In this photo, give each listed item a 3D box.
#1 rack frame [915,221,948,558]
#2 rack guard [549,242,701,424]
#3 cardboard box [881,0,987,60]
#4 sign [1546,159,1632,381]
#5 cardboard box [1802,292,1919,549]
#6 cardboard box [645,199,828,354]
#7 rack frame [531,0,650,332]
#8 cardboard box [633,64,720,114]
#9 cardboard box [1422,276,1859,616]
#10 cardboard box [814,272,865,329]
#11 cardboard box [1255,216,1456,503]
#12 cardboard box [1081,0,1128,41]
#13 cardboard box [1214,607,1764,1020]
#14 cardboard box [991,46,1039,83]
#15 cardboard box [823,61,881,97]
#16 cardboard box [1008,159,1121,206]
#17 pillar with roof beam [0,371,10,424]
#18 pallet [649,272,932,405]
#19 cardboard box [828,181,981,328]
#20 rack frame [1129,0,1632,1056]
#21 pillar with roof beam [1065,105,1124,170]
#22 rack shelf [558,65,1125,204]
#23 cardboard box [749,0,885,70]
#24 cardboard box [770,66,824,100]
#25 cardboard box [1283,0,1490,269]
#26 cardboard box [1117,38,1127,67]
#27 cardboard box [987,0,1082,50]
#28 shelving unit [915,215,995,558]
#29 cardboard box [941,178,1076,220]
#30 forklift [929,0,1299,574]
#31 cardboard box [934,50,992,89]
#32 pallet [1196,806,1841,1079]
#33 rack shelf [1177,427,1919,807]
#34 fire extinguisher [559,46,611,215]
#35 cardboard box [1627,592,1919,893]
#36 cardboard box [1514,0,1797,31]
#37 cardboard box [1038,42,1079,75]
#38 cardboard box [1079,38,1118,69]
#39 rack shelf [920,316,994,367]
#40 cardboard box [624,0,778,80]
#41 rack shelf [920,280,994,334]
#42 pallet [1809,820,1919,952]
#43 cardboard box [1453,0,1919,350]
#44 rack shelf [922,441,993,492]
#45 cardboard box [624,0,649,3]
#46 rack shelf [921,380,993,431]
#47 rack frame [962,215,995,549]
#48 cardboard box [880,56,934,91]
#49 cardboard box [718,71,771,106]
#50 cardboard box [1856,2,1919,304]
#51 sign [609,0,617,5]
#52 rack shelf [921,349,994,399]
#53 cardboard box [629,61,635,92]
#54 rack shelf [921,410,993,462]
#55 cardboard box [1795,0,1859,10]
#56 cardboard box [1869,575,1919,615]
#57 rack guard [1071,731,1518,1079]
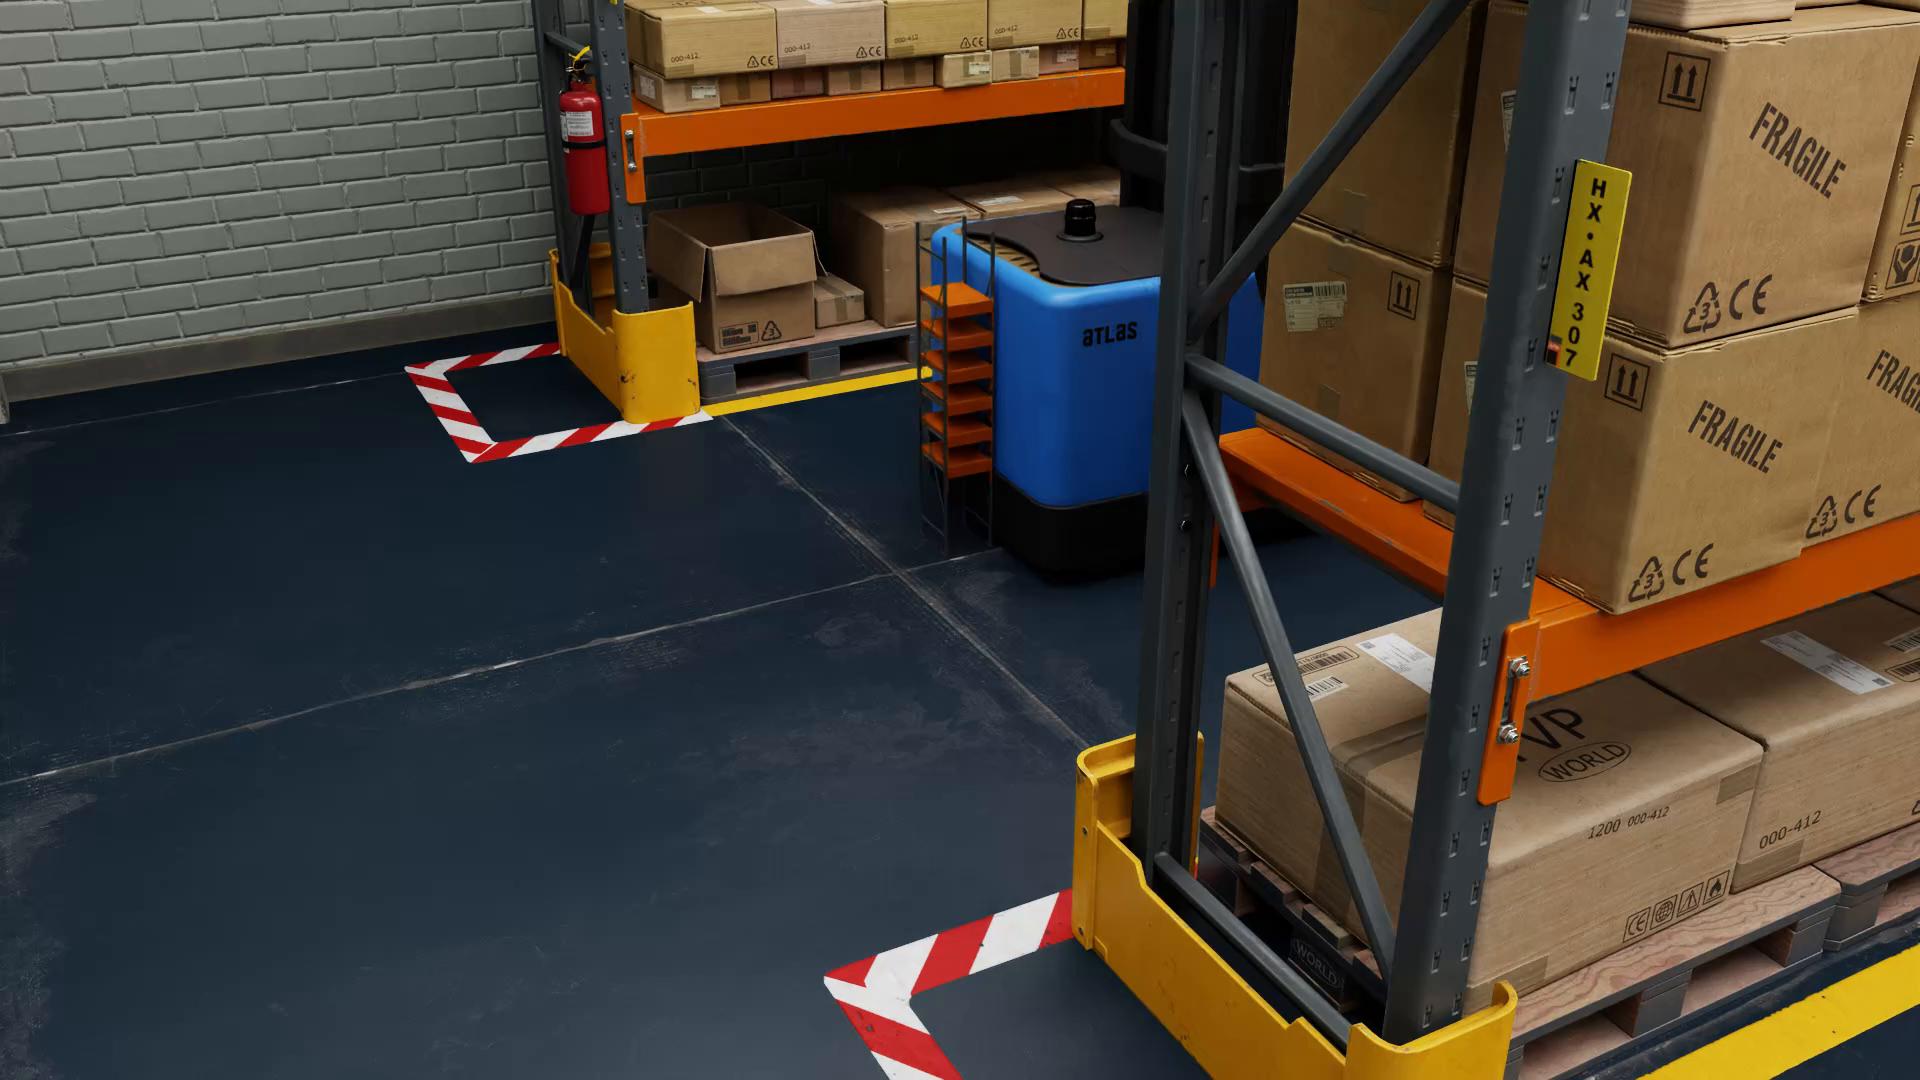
[{"bbox_3d":[-0.100,-0.521,5.949,0.006,1.200,0.240,-12,28,-23],"label":"rack frame"},{"bbox_3d":[-1.567,-0.982,7.717,0.348,0.500,1.175,-13,29,-25],"label":"rack guard"},{"bbox_3d":[-0.216,-2.356,7.522,0.500,0.250,0.500,-14,29,-26],"label":"cardboard box"},{"bbox_3d":[0.961,-0.411,2.549,0.005,0.325,0.100,-13,29,-25],"label":"sign"},{"bbox_3d":[1.697,-0.345,3.388,0.500,0.500,0.500,-13,29,-26],"label":"cardboard box"},{"bbox_3d":[-1.049,-1.246,7.778,0.637,0.503,0.797,-14,29,-27],"label":"cardboard box"},{"bbox_3d":[-1.634,-2.093,7.144,0.127,3.000,1.000,-13,29,-25],"label":"rack frame"},{"bbox_3d":[-1.215,-1.942,7.120,0.250,0.149,0.380,-13,29,-25],"label":"cardboard box"},{"bbox_3d":[1.264,-0.232,3.151,0.500,0.500,0.500,-13,29,-25],"label":"cardboard box"},{"bbox_3d":[-0.656,-1.157,8.004,0.250,0.149,0.380,-14,29,-27],"label":"cardboard box"},{"bbox_3d":[1.006,-0.443,3.591,0.500,0.500,0.500,-13,28,-25],"label":"cardboard box"},{"bbox_3d":[0.680,-2.573,7.974,0.500,0.250,0.500,-13,29,-25],"label":"cardboard box"},{"bbox_3d":[1.241,0.595,4.021,0.875,0.438,0.875,-14,29,-27],"label":"cardboard box"},{"bbox_3d":[0.168,-2.247,7.755,0.250,0.149,0.380,-12,28,-24],"label":"cardboard box"},{"bbox_3d":[-0.545,-2.107,7.462,0.250,0.149,0.380,-12,28,-23],"label":"cardboard box"},{"bbox_3d":[0.639,-1.615,8.550,0.500,0.500,0.700,-14,29,-27],"label":"cardboard box"},{"bbox_3d":[-2.411,-2.949,1.995,0.400,9.000,9.100,-13,29,-25],"label":"pillar with roof beam"},{"bbox_3d":[-0.864,-1.014,8.119,1.213,0.211,1.003,-13,29,-25],"label":"pallet"},{"bbox_3d":[-0.277,-1.403,8.110,0.500,0.500,0.700,-12,28,-23],"label":"cardboard box"},{"bbox_3d":[0.705,-0.198,3.197,0.127,3.000,1.000,-13,29,-25],"label":"rack frame"},{"bbox_3d":[2.883,-4.171,4.540,0.400,9.000,9.100,-13,29,-25],"label":"pillar with roof beam"},{"bbox_3d":[0.131,-2.176,8.148,4.000,0.370,1.077,-13,29,-25],"label":"rack shelf"},{"bbox_3d":[-0.662,-2.252,7.304,0.500,0.250,0.500,-13,28,-25],"label":"cardboard box"},{"bbox_3d":[-0.796,-2.078,7.404,0.250,0.149,0.380,-13,29,-26],"label":"cardboard box"},{"bbox_3d":[1.019,-0.883,3.353,0.500,0.500,0.500,-12,28,-23],"label":"cardboard box"},{"bbox_3d":[0.839,-2.404,8.082,0.250,0.149,0.380,-13,29,-26],"label":"cardboard box"},{"bbox_3d":[0.225,-2.469,7.756,0.500,0.250,0.500,-14,29,-26],"label":"cardboard box"},{"bbox_3d":[-0.018,-0.538,5.985,0.189,1.200,0.258,-12,28,-23],"label":"shelving unit"},{"bbox_3d":[0.237,-1.473,8.255,0.500,0.500,0.500,-12,28,-24],"label":"cardboard box"},{"bbox_3d":[1.432,-1.624,6.247,3.031,2.935,1.130,-12,28,-23],"label":"forklift"},{"bbox_3d":[-0.054,-2.186,7.627,0.250,0.149,0.380,-14,29,-27],"label":"cardboard box"},{"bbox_3d":[1.374,0.866,4.202,1.213,0.211,1.003,-13,29,-25],"label":"pallet"},{"bbox_3d":[2.470,-0.281,4.202,4.000,0.370,1.077,-13,29,-25],"label":"rack shelf"},{"bbox_3d":[-1.546,-1.684,6.812,0.183,0.674,0.296,-13,29,-25],"label":"fire extinguisher"},{"bbox_3d":[2.044,0.405,4.416,0.875,0.438,0.875,-12,28,-24],"label":"cardboard box"},{"bbox_3d":[1.149,-0.953,2.749,0.250,0.149,0.380,-12,28,-24],"label":"cardboard box"},{"bbox_3d":[0.363,-2.326,7.919,0.250,0.149,0.380,-13,29,-25],"label":"cardboard box"},{"bbox_3d":[0.559,-2.394,8.061,0.250,0.149,0.380,-13,28,-24],"label":"cardboard box"},{"bbox_3d":[-0.018,-0.715,5.901,0.180,0.103,0.258,-12,28,-23],"label":"rack shelf"},{"bbox_3d":[-1.107,-2.149,7.090,0.500,0.250,0.500,-13,28,-25],"label":"cardboard box"},{"bbox_3d":[-0.018,-0.823,5.849,0.180,0.103,0.258,-12,28,-23],"label":"rack shelf"},{"bbox_3d":[2.449,0.619,4.716,1.213,0.211,1.003,-13,29,-25],"label":"pallet"},{"bbox_3d":[1.263,-0.683,2.936,0.500,0.500,0.500,-14,29,-26],"label":"cardboard box"},{"bbox_3d":[-0.018,-0.282,6.108,0.180,0.103,0.258,-12,28,-23],"label":"rack shelf"},{"bbox_3d":[-1.353,-2.355,7.518,0.500,0.250,0.500,-12,28,-24],"label":"cardboard box"},{"bbox_3d":[-0.018,-0.498,6.005,0.180,0.103,0.258,-12,28,-23],"label":"rack shelf"},{"bbox_3d":[0.064,-0.556,6.022,0.006,1.200,0.240,-12,28,-23],"label":"rack frame"},{"bbox_3d":[-0.313,-2.163,7.579,0.250,0.149,0.380,-13,28,-24],"label":"cardboard box"},{"bbox_3d":[-1.012,-2.012,7.264,0.250,0.149,0.380,-12,28,-24],"label":"cardboard box"},{"bbox_3d":[1.715,-0.791,3.161,0.500,0.500,0.500,-14,29,-26],"label":"cardboard box"},{"bbox_3d":[-1.378,-2.276,6.525,0.005,0.325,0.100,-13,29,-25],"label":"sign"},{"bbox_3d":[-0.018,-0.607,5.953,0.180,0.103,0.258,-12,28,-23],"label":"rack shelf"},{"bbox_3d":[-1.468,-2.150,7.553,0.250,0.149,0.380,-13,29,-26],"label":"cardboard box"},{"bbox_3d":[-0.018,-0.390,6.056,0.180,0.103,0.258,-12,28,-23],"label":"rack shelf"},{"bbox_3d":[1.347,-1.034,2.917,0.250,0.149,0.380,-12,28,-24],"label":"cardboard box"},{"bbox_3d":[2.841,0.222,4.797,0.875,0.438,0.875,-14,29,-27],"label":"cardboard box"},{"bbox_3d":[0.684,0.933,3.728,0.348,0.500,1.175,-13,29,-25],"label":"rack guard"}]
